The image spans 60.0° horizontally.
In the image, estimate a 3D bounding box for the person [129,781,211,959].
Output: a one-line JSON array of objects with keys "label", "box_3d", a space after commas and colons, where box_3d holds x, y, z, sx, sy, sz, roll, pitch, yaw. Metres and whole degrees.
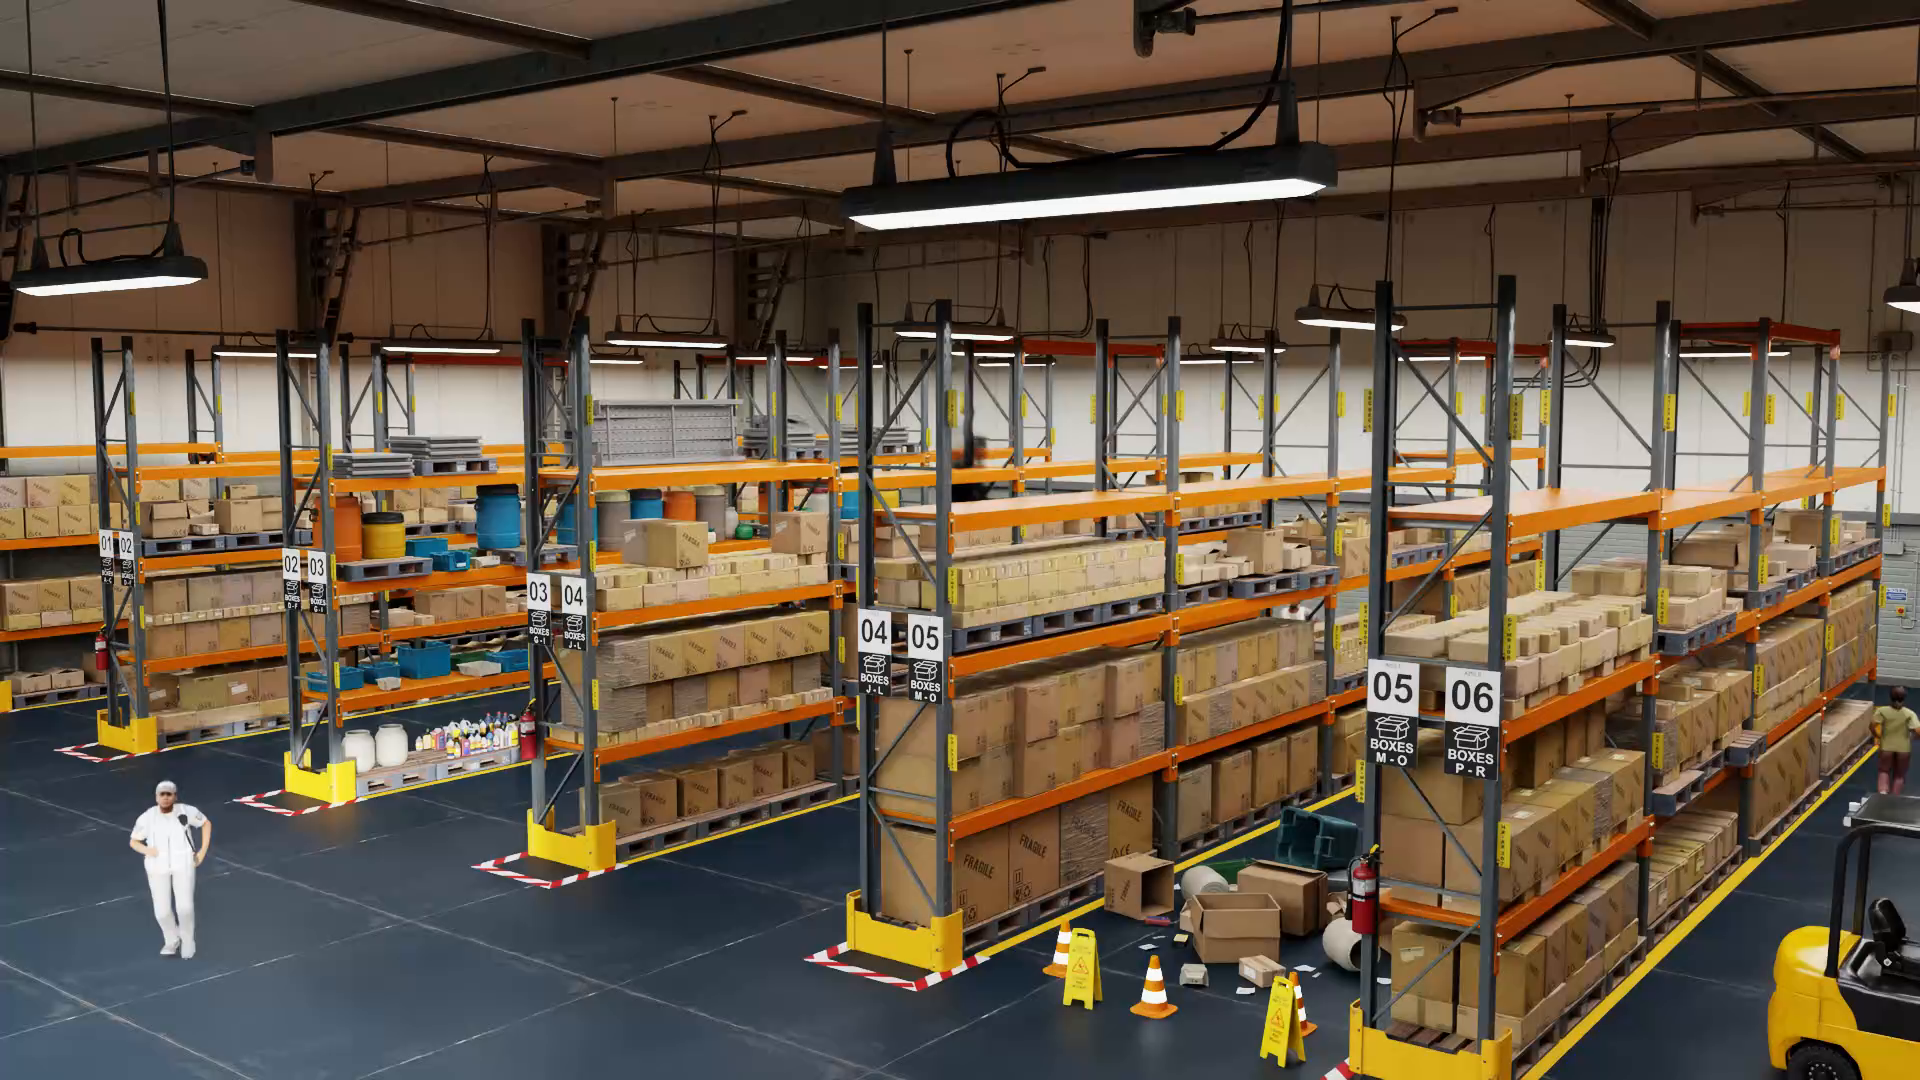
[{"label": "person", "box_3d": [-7.205, 3.019, 15.186, 0.667, 1.662, 0.604, -2, 5, -20]}]

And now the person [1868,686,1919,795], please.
[{"label": "person", "box_3d": [11.448, 2.591, 20.369, 0.577, 1.601, 0.562, 3, 6, 32]}]

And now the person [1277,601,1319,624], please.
[{"label": "person", "box_3d": [5.780, 1.792, 28.736, 0.715, 1.788, 0.591, 3, 6, 30]}]
